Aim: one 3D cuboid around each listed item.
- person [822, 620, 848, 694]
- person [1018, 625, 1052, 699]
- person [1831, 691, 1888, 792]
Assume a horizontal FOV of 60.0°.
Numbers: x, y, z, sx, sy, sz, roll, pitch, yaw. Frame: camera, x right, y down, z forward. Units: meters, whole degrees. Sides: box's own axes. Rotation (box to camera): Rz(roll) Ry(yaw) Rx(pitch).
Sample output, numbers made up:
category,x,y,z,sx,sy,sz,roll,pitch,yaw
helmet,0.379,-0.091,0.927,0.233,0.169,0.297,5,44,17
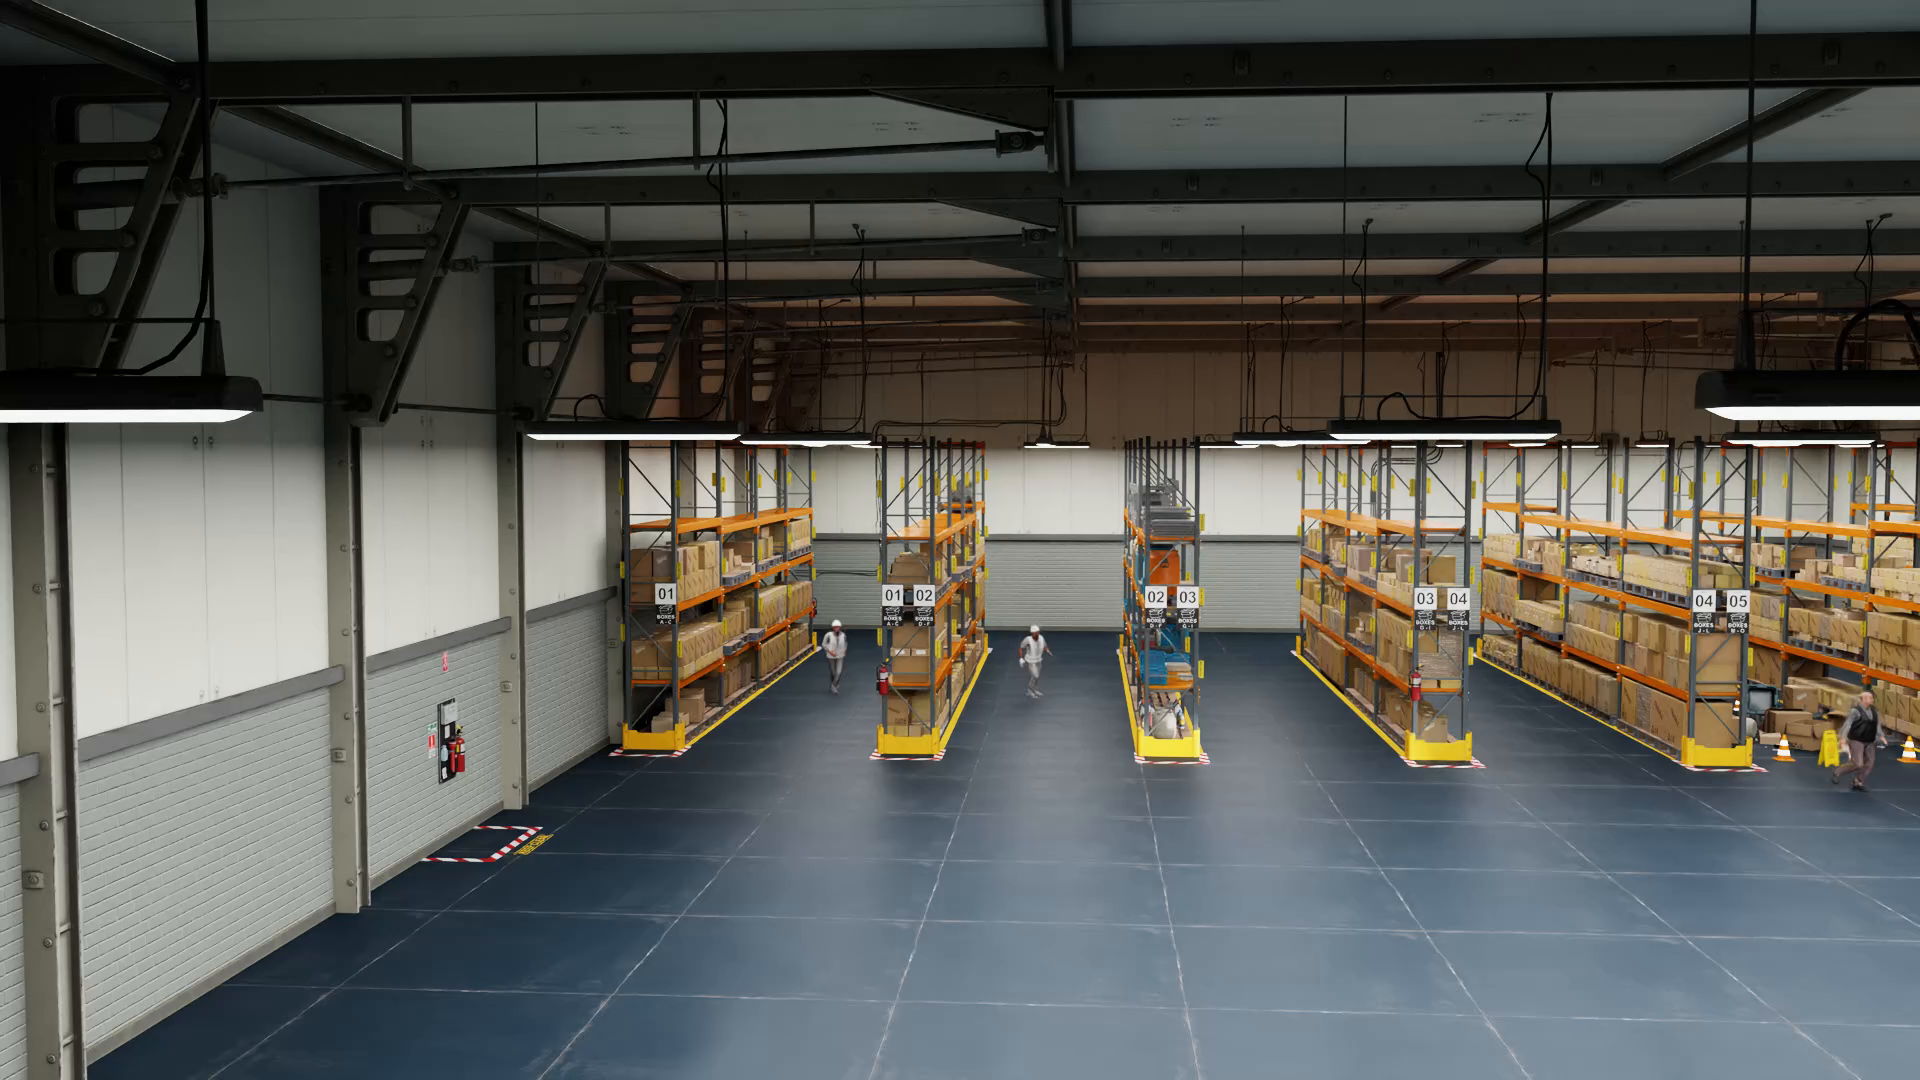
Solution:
category,x,y,z,sx,sy,sz,roll,pitch,yaw
person,-2.971,2.755,39.503,0.645,1.734,0.678,-1,3,-12
person,1.760,2.834,38.554,0.695,1.738,0.815,-3,4,-42
person,15.117,3.379,27.976,0.686,1.689,0.678,-1,3,-21
